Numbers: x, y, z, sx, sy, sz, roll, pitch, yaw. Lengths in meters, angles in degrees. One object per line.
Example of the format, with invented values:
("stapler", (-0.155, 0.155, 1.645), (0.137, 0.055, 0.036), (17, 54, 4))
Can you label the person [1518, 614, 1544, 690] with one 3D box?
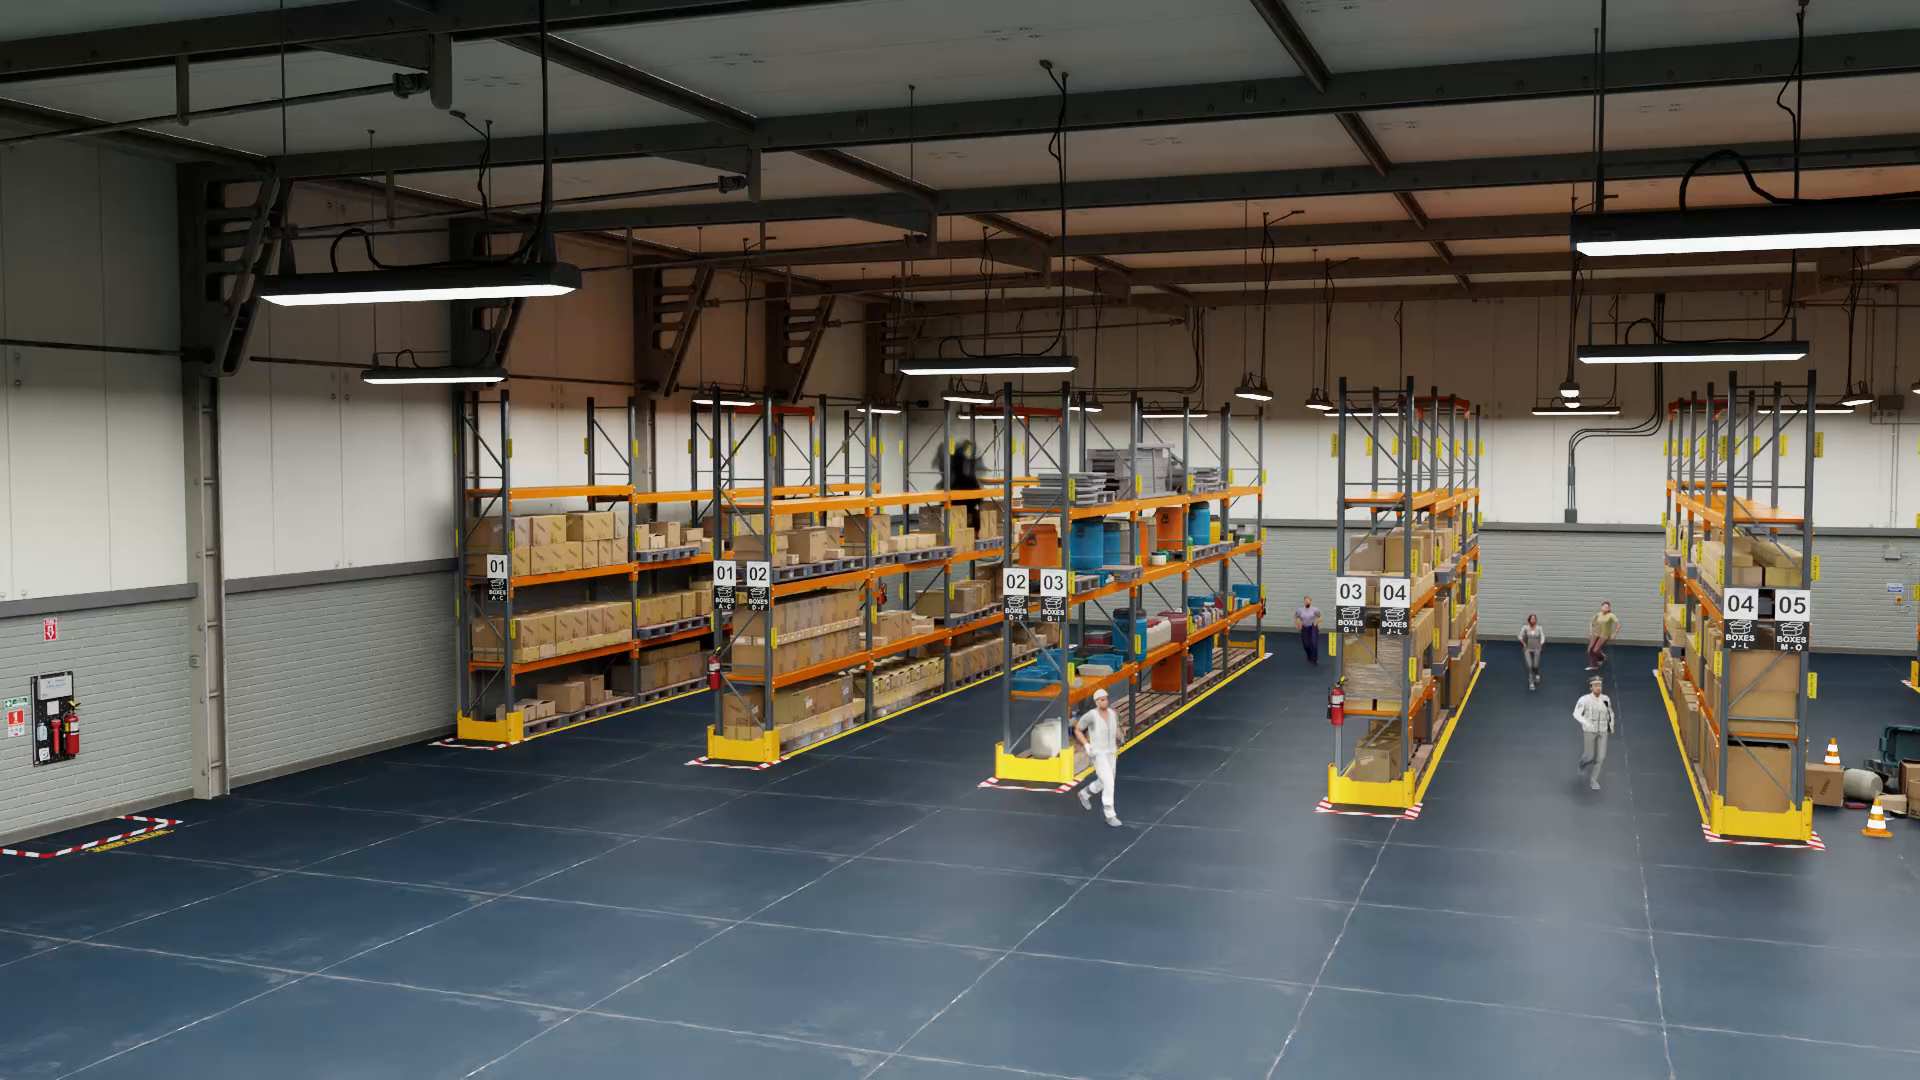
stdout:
("person", (11.901, 2.322, 34.656), (0.527, 1.569, 0.580), (1, 3, 16))

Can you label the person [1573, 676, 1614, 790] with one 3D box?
("person", (9.367, 2.820, 24.547), (0.616, 1.657, 0.620), (0, 3, 1))

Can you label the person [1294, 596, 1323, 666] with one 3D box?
("person", (8.048, 2.108, 38.444), (0.662, 1.588, 0.576), (1, 3, 13))

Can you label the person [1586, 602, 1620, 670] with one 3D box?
("person", (14.443, 2.172, 37.390), (0.538, 1.589, 0.700), (-2, 4, -38))

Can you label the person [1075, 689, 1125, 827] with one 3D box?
("person", (1.909, 2.883, 22.303), (0.643, 1.779, 0.836), (-2, 4, -35))
